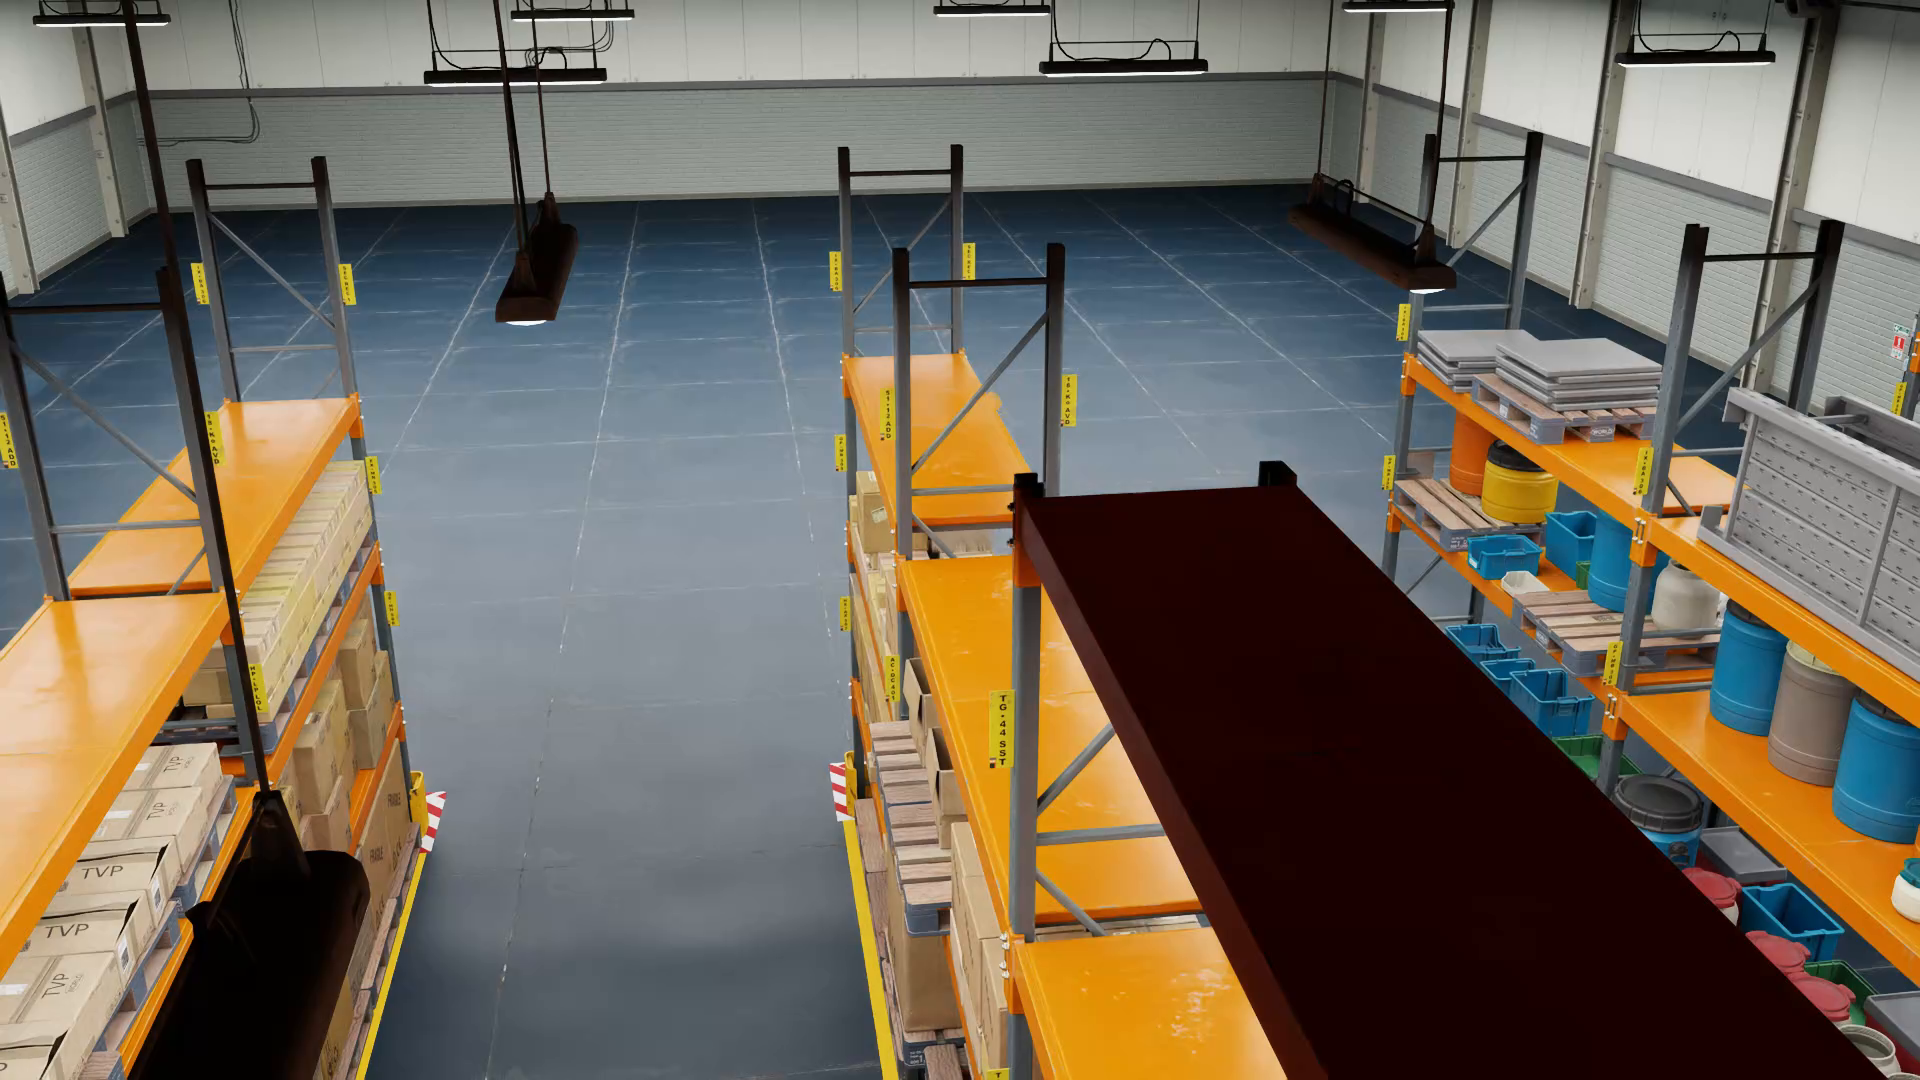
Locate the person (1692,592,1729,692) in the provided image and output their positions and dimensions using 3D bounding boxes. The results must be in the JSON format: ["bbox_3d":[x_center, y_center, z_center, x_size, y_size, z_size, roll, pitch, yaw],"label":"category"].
[{"bbox_3d":[7.756,0.930,17.079,0.528,1.697,0.432,-17,27,-36],"label":"person"}]
